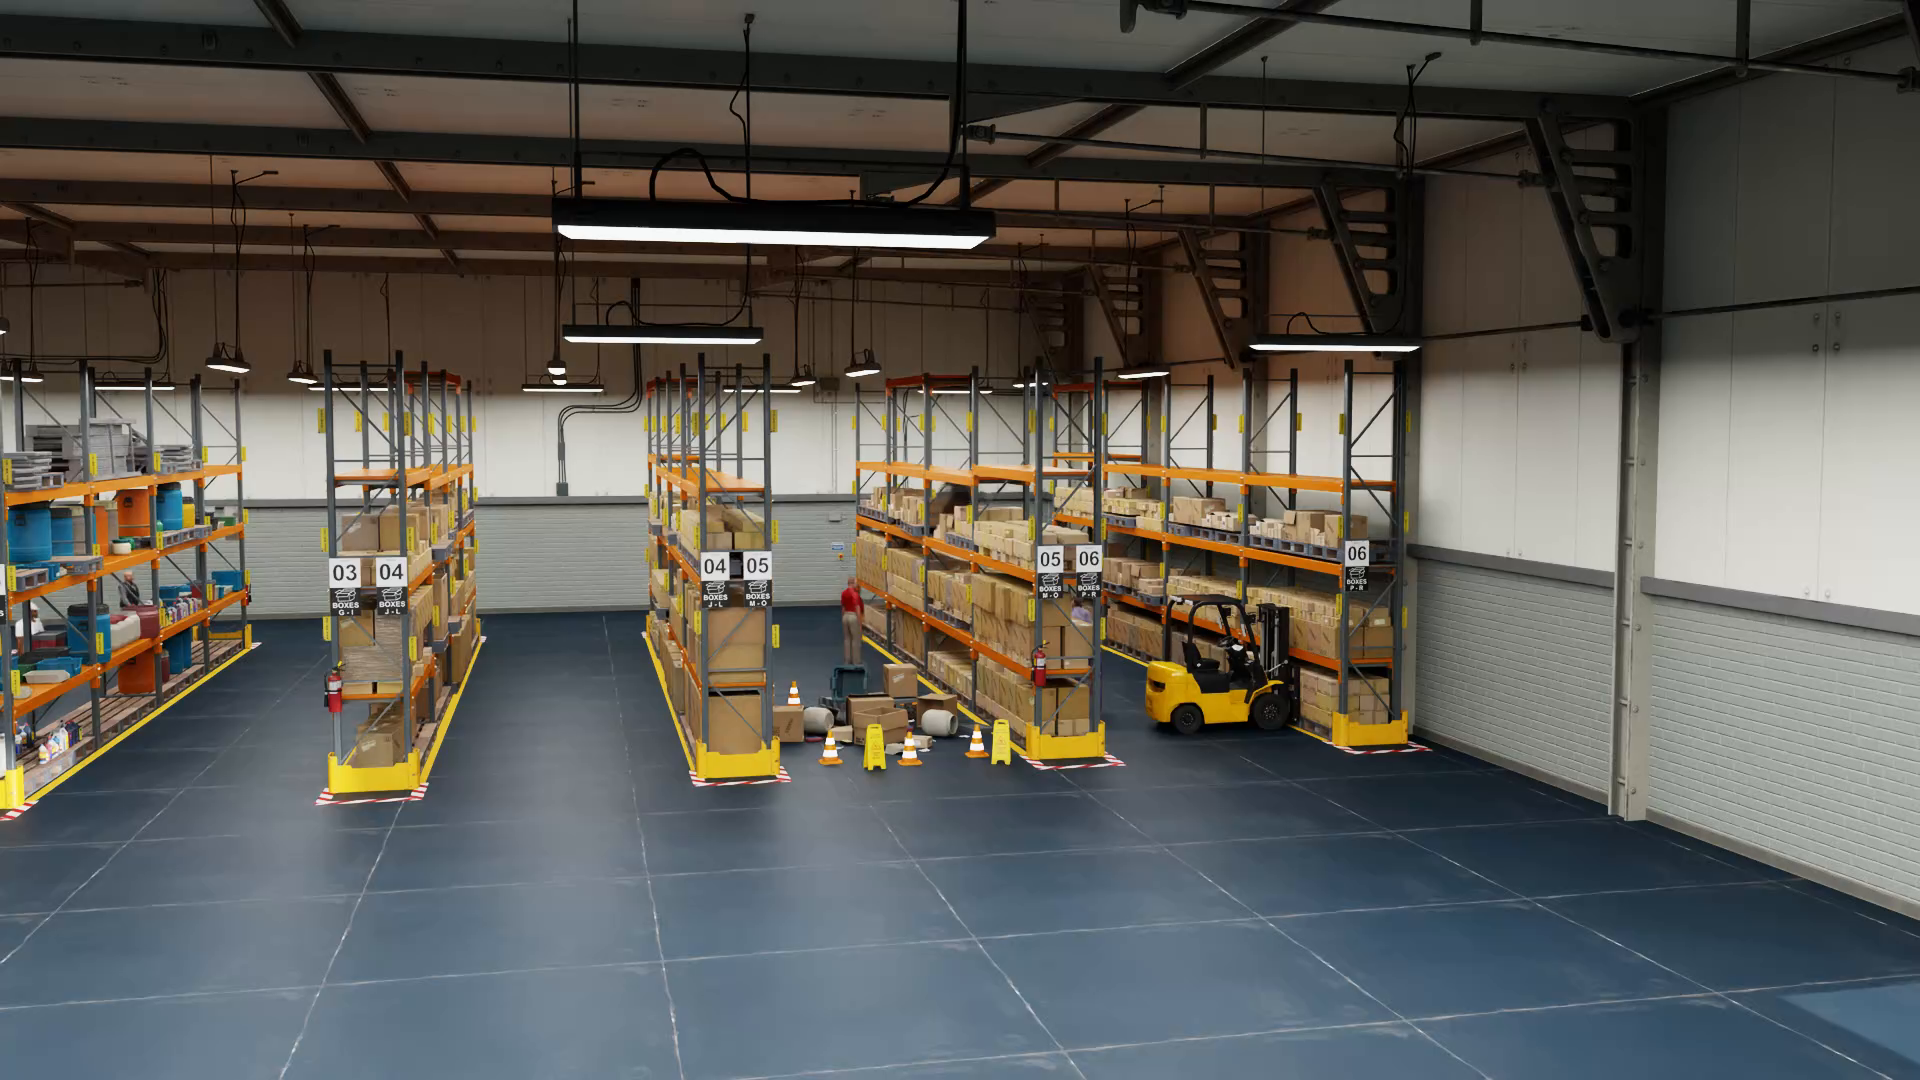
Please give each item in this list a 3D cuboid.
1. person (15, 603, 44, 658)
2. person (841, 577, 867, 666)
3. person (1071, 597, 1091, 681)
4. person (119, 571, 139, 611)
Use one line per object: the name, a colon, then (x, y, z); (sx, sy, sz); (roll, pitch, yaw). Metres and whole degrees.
person: (-16.856, 2.023, 30.246); (0.411, 1.768, 0.631); (3, 5, 32)
person: (-2.055, 1.583, 32.324); (0.407, 1.723, 0.598); (-3, 5, -40)
person: (2.097, 1.831, 30.115); (0.522, 1.680, 0.733); (-1, 4, -15)
person: (-18.517, 1.538, 37.233); (0.802, 1.683, 0.586); (-1, 4, -14)
